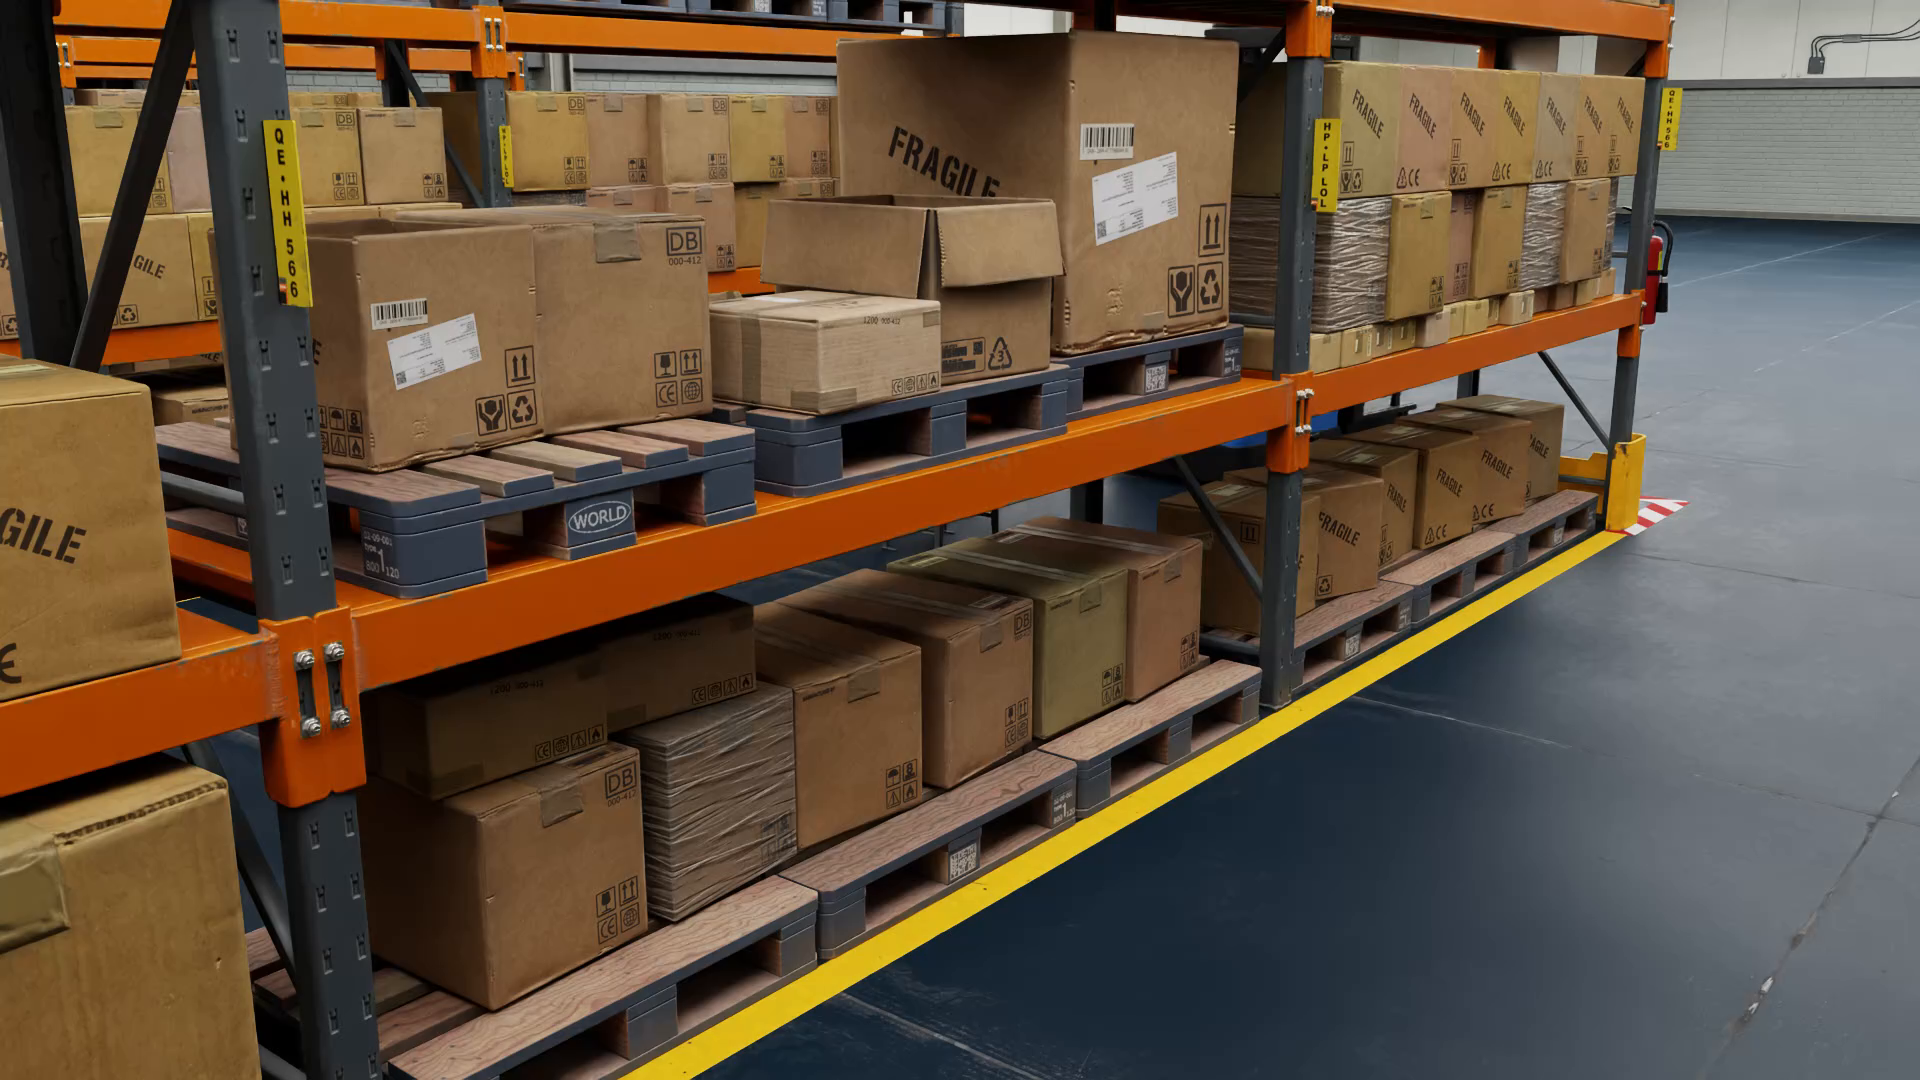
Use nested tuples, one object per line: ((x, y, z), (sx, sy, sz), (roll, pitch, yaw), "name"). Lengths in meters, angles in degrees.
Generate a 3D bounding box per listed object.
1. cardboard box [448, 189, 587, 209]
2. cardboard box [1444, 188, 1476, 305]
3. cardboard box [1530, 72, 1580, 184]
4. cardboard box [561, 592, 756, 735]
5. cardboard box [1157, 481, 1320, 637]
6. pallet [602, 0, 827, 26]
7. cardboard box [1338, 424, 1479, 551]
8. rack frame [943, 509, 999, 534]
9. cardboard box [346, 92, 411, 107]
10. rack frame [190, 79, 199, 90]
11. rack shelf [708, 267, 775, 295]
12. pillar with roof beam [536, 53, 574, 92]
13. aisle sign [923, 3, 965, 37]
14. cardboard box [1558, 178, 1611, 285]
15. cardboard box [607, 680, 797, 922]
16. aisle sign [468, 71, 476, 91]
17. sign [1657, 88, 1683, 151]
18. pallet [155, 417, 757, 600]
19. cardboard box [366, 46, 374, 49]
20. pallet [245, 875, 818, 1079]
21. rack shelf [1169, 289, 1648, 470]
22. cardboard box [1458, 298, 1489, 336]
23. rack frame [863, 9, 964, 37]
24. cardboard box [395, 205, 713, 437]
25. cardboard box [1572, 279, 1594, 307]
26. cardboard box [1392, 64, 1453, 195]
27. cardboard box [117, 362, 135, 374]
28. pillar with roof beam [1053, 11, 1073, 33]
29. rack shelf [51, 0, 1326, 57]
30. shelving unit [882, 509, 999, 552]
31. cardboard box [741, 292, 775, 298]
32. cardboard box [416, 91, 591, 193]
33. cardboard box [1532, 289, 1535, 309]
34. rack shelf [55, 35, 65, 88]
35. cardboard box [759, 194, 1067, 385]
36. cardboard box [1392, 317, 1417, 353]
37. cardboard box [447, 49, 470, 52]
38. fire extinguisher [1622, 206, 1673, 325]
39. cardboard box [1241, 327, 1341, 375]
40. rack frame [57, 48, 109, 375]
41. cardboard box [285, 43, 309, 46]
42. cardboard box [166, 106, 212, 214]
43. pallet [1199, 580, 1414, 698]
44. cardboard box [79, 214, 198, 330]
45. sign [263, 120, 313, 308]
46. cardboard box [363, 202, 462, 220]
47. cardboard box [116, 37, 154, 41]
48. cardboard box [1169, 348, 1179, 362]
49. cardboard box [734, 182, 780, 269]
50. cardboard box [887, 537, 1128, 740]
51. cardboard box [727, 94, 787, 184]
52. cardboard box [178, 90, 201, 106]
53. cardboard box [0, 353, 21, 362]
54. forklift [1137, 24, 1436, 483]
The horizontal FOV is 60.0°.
((-2.690, -1.803, 9.823), (0.875, 0.550, 0.550), (11, 18, 38), "cardboard box")
((1.791, -1.342, 7.505), (0.875, 0.500, 0.500), (11, 18, 38), "cardboard box")
((2.617, -1.978, 7.981), (0.500, 0.500, 0.500), (11, 18, 38), "cardboard box")
((-0.908, 0.294, 4.534), (0.500, 0.250, 0.500), (-14, 20, -43), "cardboard box")
((1.165, 0.067, 6.992), (0.500, 0.500, 0.500), (11, 18, 36), "cardboard box")
((-1.623, -3.456, 10.724), (1.003, 0.211, 1.213), (11, 18, 38), "pallet")
((2.234, -0.275, 8.337), (0.500, 0.500, 0.500), (14, 20, 43), "cardboard box")
((0.049, -1.033, 8.924), (0.400, 2.100, 0.015), (11, 18, 38), "rack frame")
((-5.027, -3.507, 13.996), (0.700, 0.500, 0.500), (11, 18, 37), "cardboard box")
((-8.175, -3.938, 18.531), (1.000, 3.000, 0.127), (11, 18, 38), "rack frame")
((-1.655, -1.692, 11.152), (1.077, 0.370, 4.000), (11, 18, 38), "rack shelf")
((-2.194, -7.334, 19.718), (9.100, 9.000, 0.400), (11, 18, 38), "pillar with roof beam")
((-0.120, -3.651, 12.122), (0.394, 0.787, 0.004), (11, 18, 38), "aisle sign")
((2.808, -1.614, 8.577), (0.875, 0.500, 0.500), (11, 18, 38), "cardboard box")
((-0.888, 0.654, 4.640), (0.700, 0.500, 0.500), (9, 17, 33), "cardboard box")
((-4.514, -4.490, 15.426), (0.394, 0.787, 0.004), (11, 18, 38), "aisle sign")
((3.815, -2.261, 8.939), (0.100, 0.325, 0.005), (11, 18, 38), "sign")
((-1.267, -0.165, 4.069), (1.213, 0.211, 1.003), (11, 18, 38), "pallet")
((-4.974, -4.199, 13.979), (0.380, 0.149, 0.250), (11, 18, 37), "cardboard box")
((-1.139, 1.097, 4.374), (1.003, 0.211, 1.213), (11, 18, 38), "pallet")
((2.139, -0.905, 8.055), (1.077, 0.370, 4.000), (11, 18, 38), "rack shelf")
((2.184, -1.033, 7.607), (0.380, 0.149, 0.250), (11, 18, 38), "cardboard box")
((-0.398, -2.424, 12.571), (1.000, 3.000, 0.127), (11, 18, 38), "rack frame")
((-1.050, -0.589, 4.292), (0.500, 0.500, 0.700), (-13, 19, -41), "cardboard box")
((3.103, -1.325, 8.756), (0.380, 0.149, 0.250), (11, 18, 38), "cardboard box")
((1.676, -1.691, 6.849), (0.500, 0.500, 0.500), (11, 18, 38), "cardboard box")
((-6.245, -1.346, 13.062), (0.500, 0.250, 0.500), (10, 17, 35), "cardboard box")
((5.348, -9.632, 28.764), (9.100, 9.000, 0.400), (11, 18, 38), "pillar with roof beam")
((-0.375, -1.593, 4.670), (1.077, 0.370, 4.000), (11, 18, 38), "rack shelf")
((-0.104, -0.986, 8.740), (0.431, 2.100, 0.503), (11, 18, 38), "shelving unit")
((-1.324, -1.288, 11.565), (0.875, 0.875, 0.875), (11, 18, 37), "cardboard box")
((-2.653, -2.319, 9.662), (0.875, 0.550, 0.550), (11, 18, 38), "cardboard box")
((2.605, -1.187, 8.212), (0.380, 0.149, 0.250), (11, 18, 38), "cardboard box")
((-8.083, -3.126, 10.707), (1.077, 0.370, 4.000), (11, 18, 38), "rack shelf")
((-0.135, -0.778, 5.031), (0.797, 0.503, 0.637), (14, 20, 43), "cardboard box")
((1.704, -0.891, 7.048), (0.380, 0.149, 0.250), (11, 18, 38), "cardboard box")
((-4.449, -4.338, 14.525), (0.380, 0.149, 0.250), (11, 18, 38), "cardboard box")
((3.827, -1.550, 9.289), (0.296, 0.674, 0.183), (11, 18, 38), "fire extinguisher")
((1.251, -0.744, 6.468), (0.380, 0.149, 0.250), (11, 18, 38), "cardboard box")
((-6.826, -2.404, 12.495), (1.000, 3.000, 0.127), (11, 18, 38), "rack frame")
((-5.468, -4.054, 13.406), (0.380, 0.149, 0.250), (11, 18, 38), "cardboard box")
((-3.859, -1.899, 8.273), (0.700, 0.500, 0.500), (11, 18, 38), "cardboard box")
((1.277, 0.347, 7.329), (1.003, 0.211, 1.213), (11, 18, 38), "pallet")
((-3.984, -1.274, 7.841), (0.500, 0.500, 0.500), (11, 18, 37), "cardboard box")
((-1.198, -0.581, 2.965), (0.100, 0.325, 0.005), (11, 18, 38), "sign")
((-3.032, -1.565, 8.987), (0.500, 0.500, 0.500), (11, 18, 37), "cardboard box")
((-6.229, -3.799, 12.404), (0.380, 0.149, 0.250), (11, 18, 38), "cardboard box")
((0.789, -0.836, 6.830), (0.380, 0.149, 0.250), (11, 18, 38), "cardboard box")
((-1.675, -2.114, 11.047), (0.875, 0.550, 0.500), (11, 18, 38), "cardboard box")
((0.165, 0.330, 5.914), (0.700, 0.500, 0.500), (11, 18, 37), "cardboard box")
((-1.625, -2.627, 10.875), (0.875, 0.550, 0.500), (11, 18, 38), "cardboard box")
((-6.043, -3.227, 12.894), (0.700, 0.500, 0.500), (11, 18, 38), "cardboard box")
((-2.149, -0.102, 3.230), (0.500, 0.500, 0.500), (12, 19, 39), "cardboard box")
((2.403, -2.018, 11.112), (3.031, 2.935, 1.130), (-14, 20, -43), "forklift")
